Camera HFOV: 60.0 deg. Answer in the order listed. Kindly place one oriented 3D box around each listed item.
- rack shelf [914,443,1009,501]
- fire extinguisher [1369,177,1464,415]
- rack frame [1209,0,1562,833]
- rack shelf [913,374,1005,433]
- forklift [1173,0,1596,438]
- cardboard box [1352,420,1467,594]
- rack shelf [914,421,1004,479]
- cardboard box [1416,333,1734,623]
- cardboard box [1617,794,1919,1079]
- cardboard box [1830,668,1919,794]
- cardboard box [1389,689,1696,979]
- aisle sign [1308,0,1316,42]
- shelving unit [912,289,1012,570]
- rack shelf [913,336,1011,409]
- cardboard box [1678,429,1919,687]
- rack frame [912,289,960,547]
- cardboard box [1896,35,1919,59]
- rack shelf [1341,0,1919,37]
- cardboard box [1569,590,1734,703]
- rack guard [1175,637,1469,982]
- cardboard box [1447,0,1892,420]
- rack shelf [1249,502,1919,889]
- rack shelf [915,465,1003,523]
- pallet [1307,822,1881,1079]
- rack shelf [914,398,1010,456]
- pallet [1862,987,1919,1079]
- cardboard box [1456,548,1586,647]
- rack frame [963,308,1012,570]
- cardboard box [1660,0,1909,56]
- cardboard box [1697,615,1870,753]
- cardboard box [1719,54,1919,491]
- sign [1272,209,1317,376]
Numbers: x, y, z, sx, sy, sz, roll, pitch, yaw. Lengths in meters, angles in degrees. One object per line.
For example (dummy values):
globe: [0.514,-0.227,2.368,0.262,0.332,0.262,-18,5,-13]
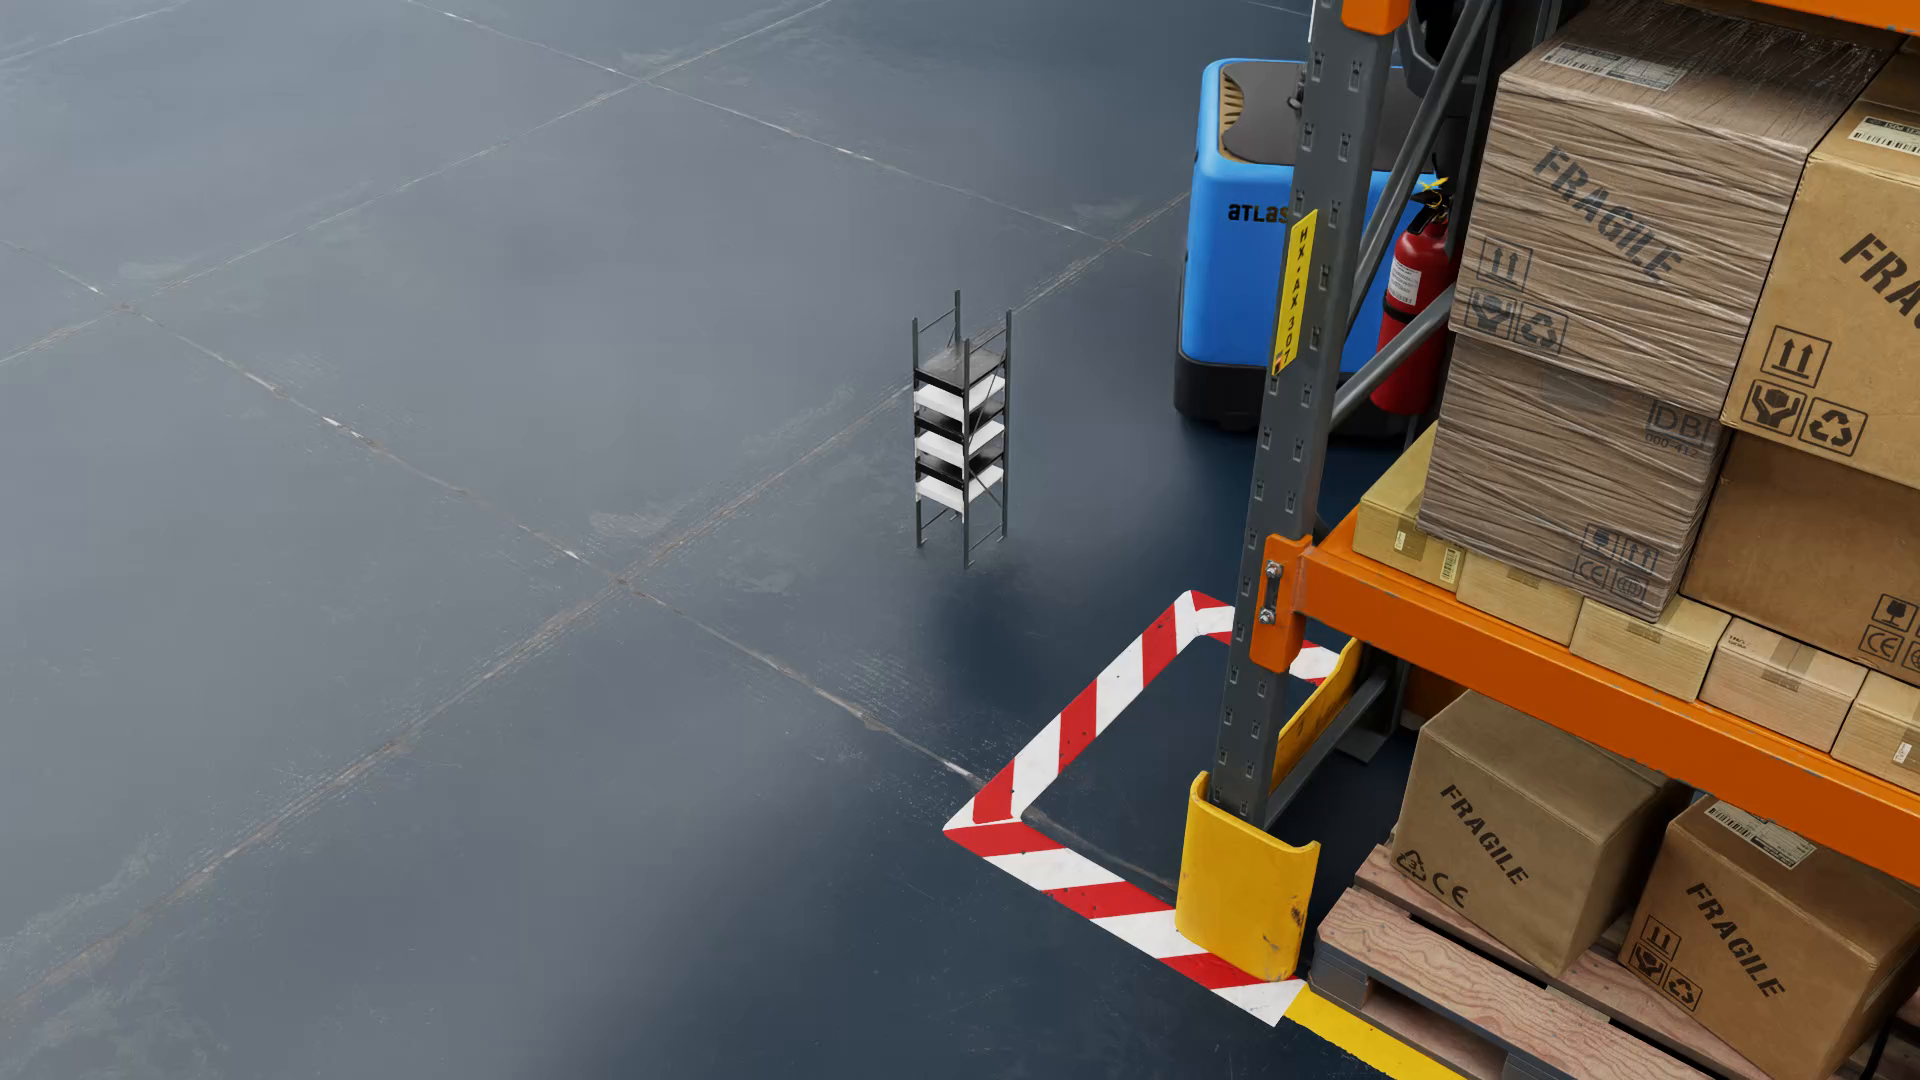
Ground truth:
rack shelf: [0.006,-0.254,5.545,0.200,0.077,0.258,25,45,29]
fire extinguisher: [1.168,-0.640,4.197,0.183,0.674,0.296,25,45,29]
rack frame: [0.979,-0.402,3.830,0.127,3.000,1.000,25,45,29]
rack shelf: [0.006,-0.467,5.378,0.200,0.077,0.258,25,45,29]
forklift: [2.365,-1.755,5.614,3.031,2.935,1.130,5,38,6]
cardboard box: [1.060,-0.079,3.622,0.250,0.149,0.380,25,45,29]
rack shelf: [0.006,-0.325,5.489,0.200,0.077,0.258,25,45,29]
cardboard box: [1.399,-0.339,3.427,0.500,0.500,0.875,25,45,29]
cardboard box: [1.960,0.866,3.897,0.500,0.500,0.500,-25,45,-29]
cardboard box: [1.842,0.305,3.131,0.250,0.149,0.380,25,45,29]
cardboard box: [1.465,0.659,4.162,0.500,0.500,0.500,-29,46,-32]
aisle sign: [0.747,-1.302,2.871,0.004,0.787,0.394,25,45,29]
shelving unit: [0.006,-0.351,5.469,0.210,0.900,0.258,25,45,29]
rack shelf: [0.006,-0.538,5.323,0.200,0.077,0.258,25,45,29]
cardboard box: [1.869,-0.210,3.263,0.500,0.500,0.875,25,45,29]
rack frame: [-0.074,-0.389,5.517,0.006,0.900,0.240,25,45,29]
cardboard box: [1.966,-0.683,3.055,0.500,0.500,0.500,25,45,29]
rack shelf: [2.567,-0.551,2.170,4.000,0.370,1.077,25,45,29]
cardboard box: [1.437,0.125,3.361,0.250,0.149,0.380,25,45,29]
rack guard: [1.039,0.611,4.564,0.348,0.500,1.175,25,45,29]
cardboard box: [1.250,-0.613,2.966,0.500,0.500,0.500,25,45,29]
rack shelf: [2.567,0.630,3.095,4.000,0.370,1.077,25,45,29]
rack shelf: [0.006,-0.183,5.600,0.200,0.077,0.258,25,45,29]
pallet: [1.663,1.046,4.243,1.213,0.211,1.003,25,45,29]
rack shelf: [0.006,-0.396,5.434,0.200,0.077,0.258,25,45,29]
pallet: [2.628,1.503,3.659,1.213,0.211,1.003,25,45,29]
cardboard box: [1.247,0.024,3.490,0.250,0.149,0.380,25,45,29]
rack frame: [0.087,-0.313,5.420,0.006,0.900,0.240,25,45,29]
cardboard box: [1.566,-0.867,3.291,0.500,0.500,0.500,25,45,29]
cardboard box: [1.648,0.208,3.255,0.250,0.149,0.380,25,45,29]
cardboard box: [1.643,-0.422,2.722,0.500,0.500,0.500,25,45,29]
sign: [0.649,-0.477,3.224,0.005,0.325,0.100,25,45,29]
